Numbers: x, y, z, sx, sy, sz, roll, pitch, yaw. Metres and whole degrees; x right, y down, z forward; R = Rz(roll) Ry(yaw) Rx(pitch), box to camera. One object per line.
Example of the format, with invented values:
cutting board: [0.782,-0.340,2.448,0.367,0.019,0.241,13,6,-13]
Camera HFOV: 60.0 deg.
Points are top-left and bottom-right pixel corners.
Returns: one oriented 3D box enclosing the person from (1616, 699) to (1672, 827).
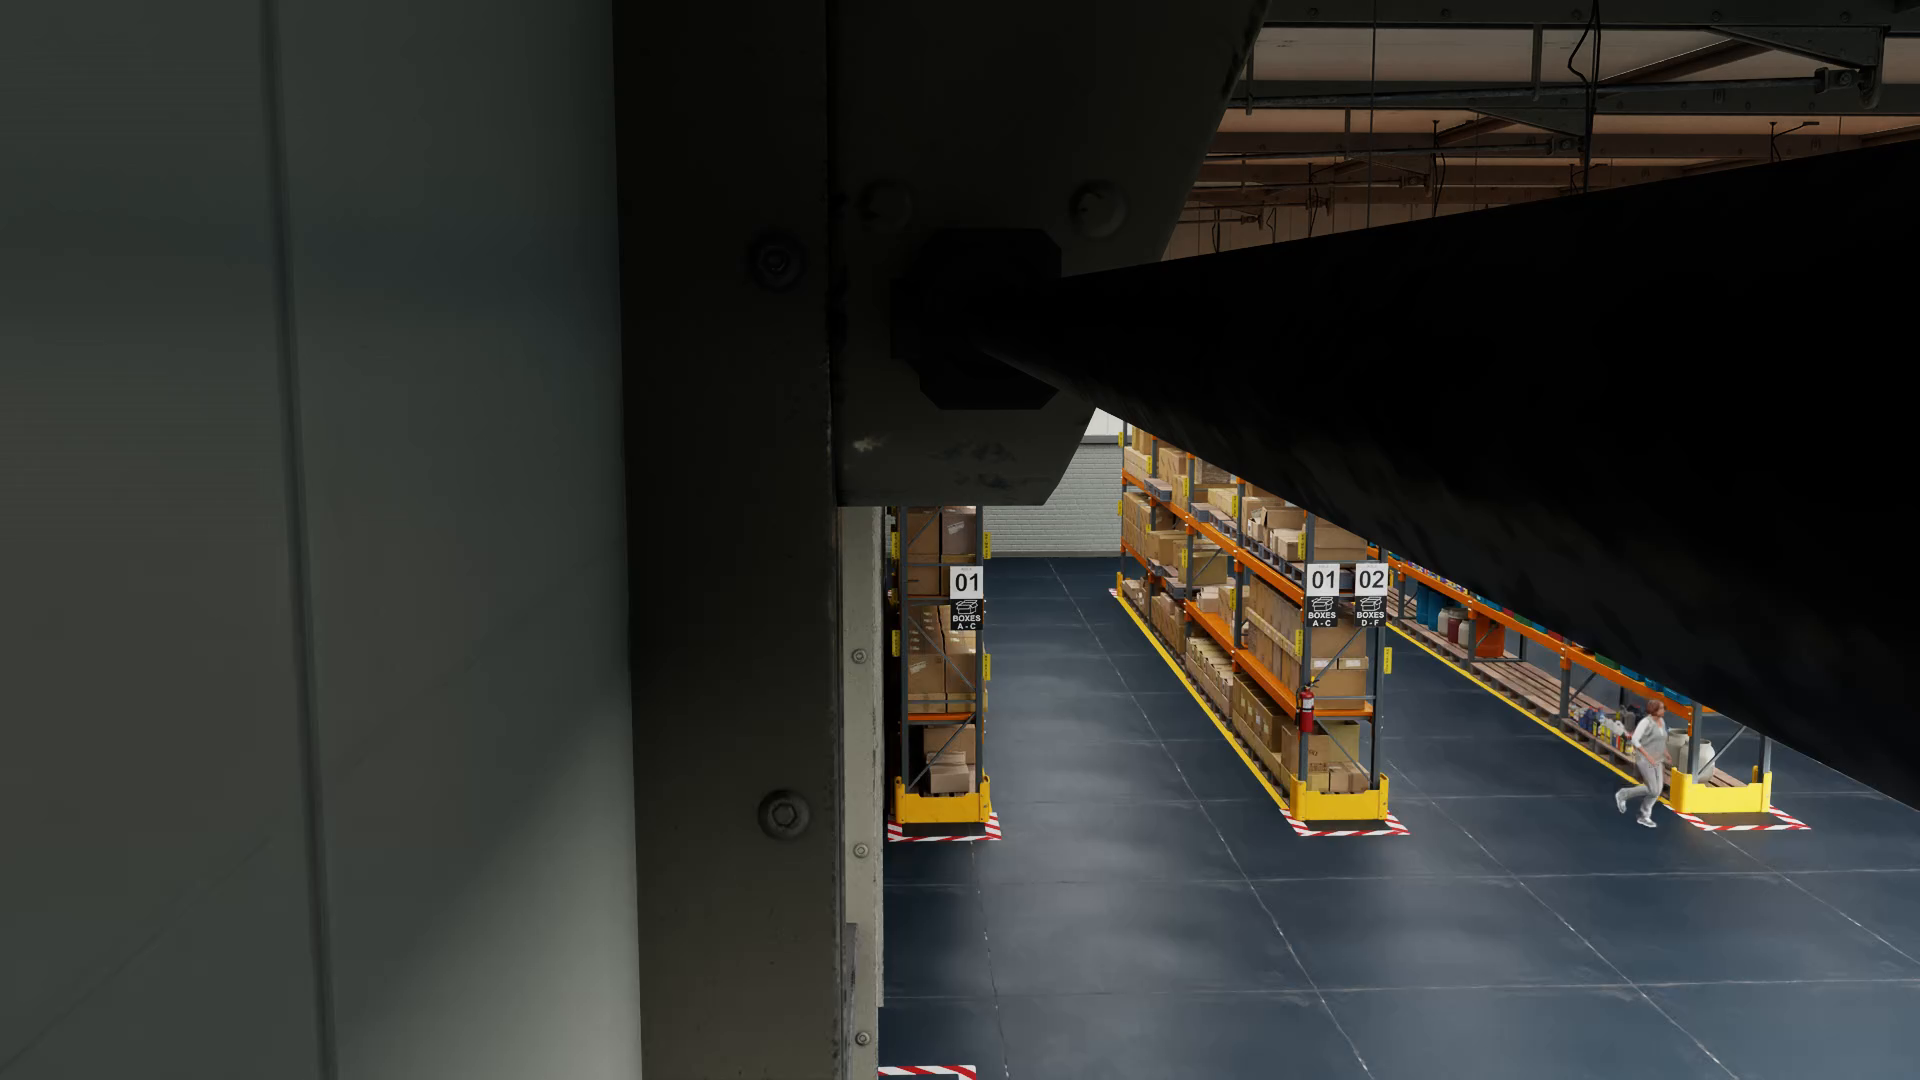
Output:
person: [8.451,2.709,20.461,0.564,1.546,0.542,-6,10,-37]

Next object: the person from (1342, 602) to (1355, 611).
person: [7.503,1.019,32.116,0.574,1.621,0.563,-1,8,-7]
